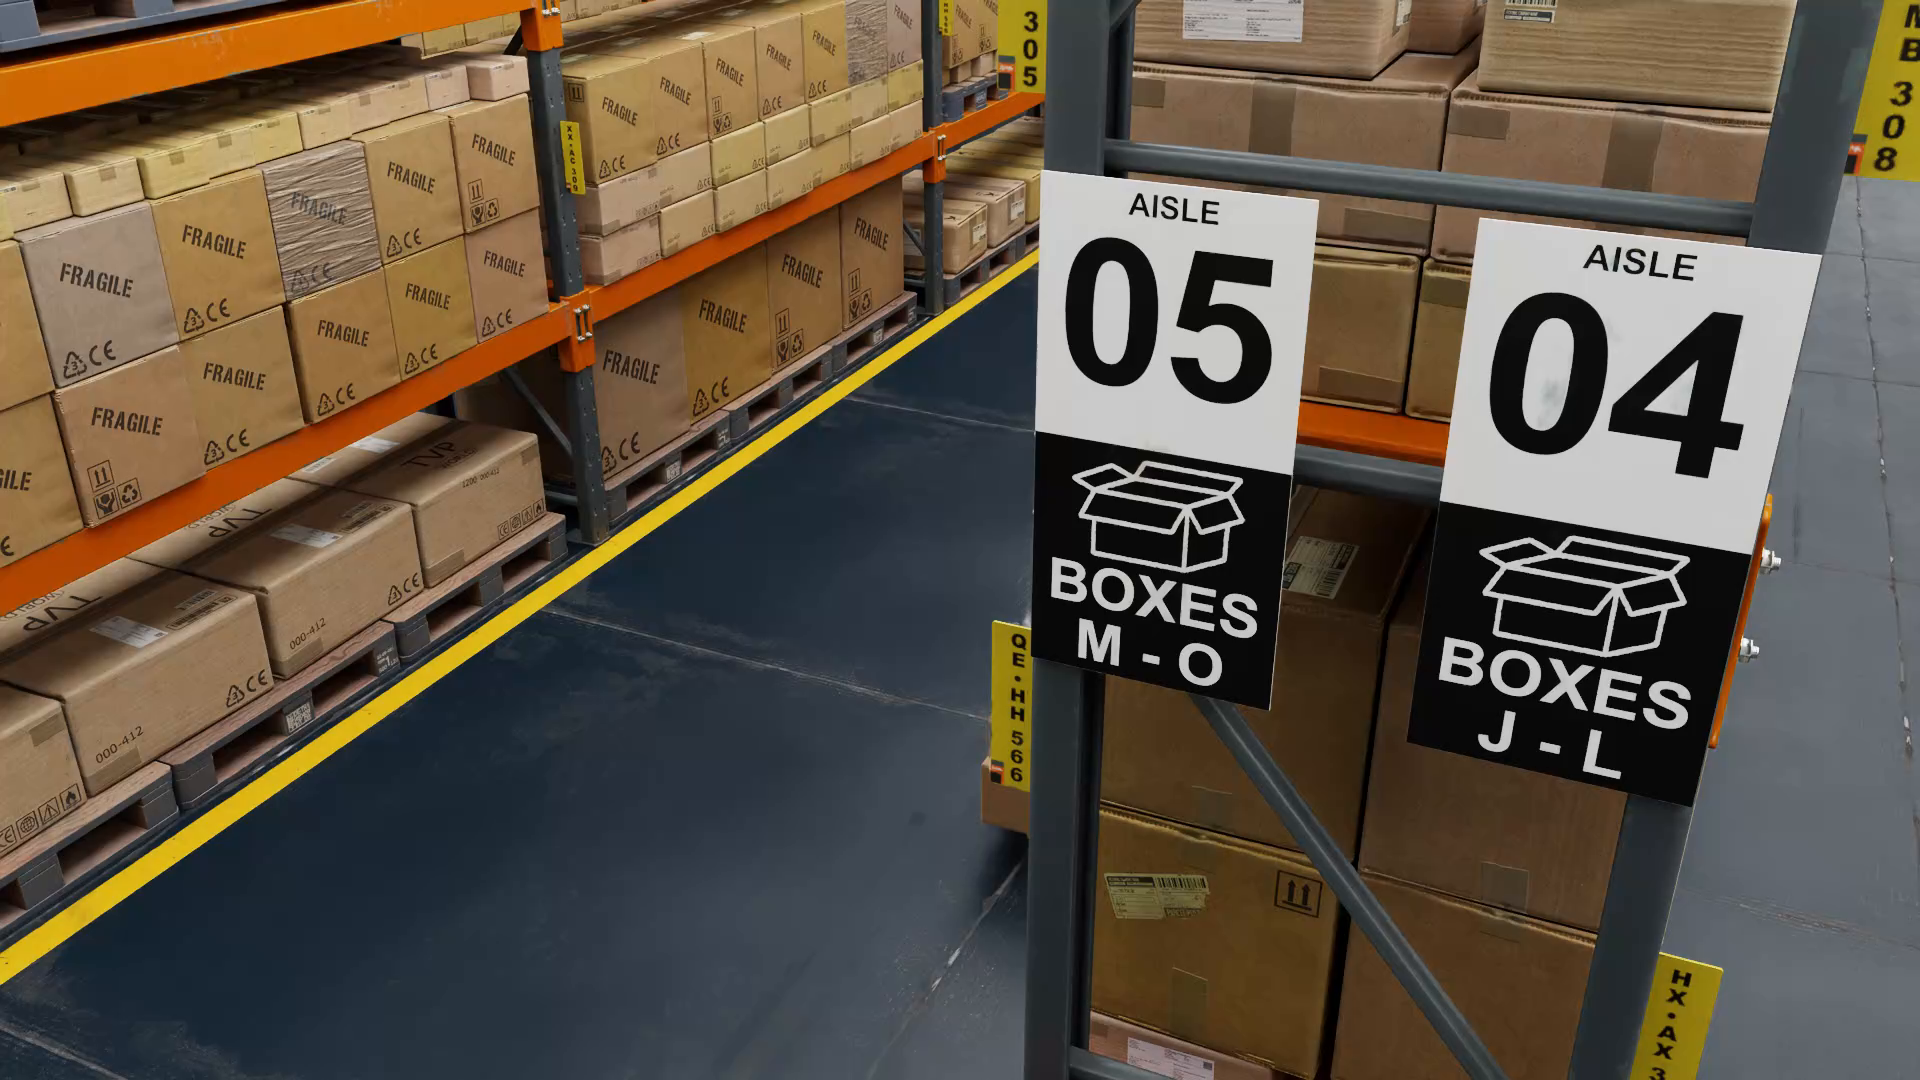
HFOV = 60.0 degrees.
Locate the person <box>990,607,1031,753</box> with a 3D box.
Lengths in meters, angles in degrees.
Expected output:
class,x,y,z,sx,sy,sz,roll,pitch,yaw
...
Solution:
class,x,y,z,sx,sy,sz,roll,pitch,yaw
person,0.368,0.633,6.149,0.474,0.953,0.863,10,28,20
